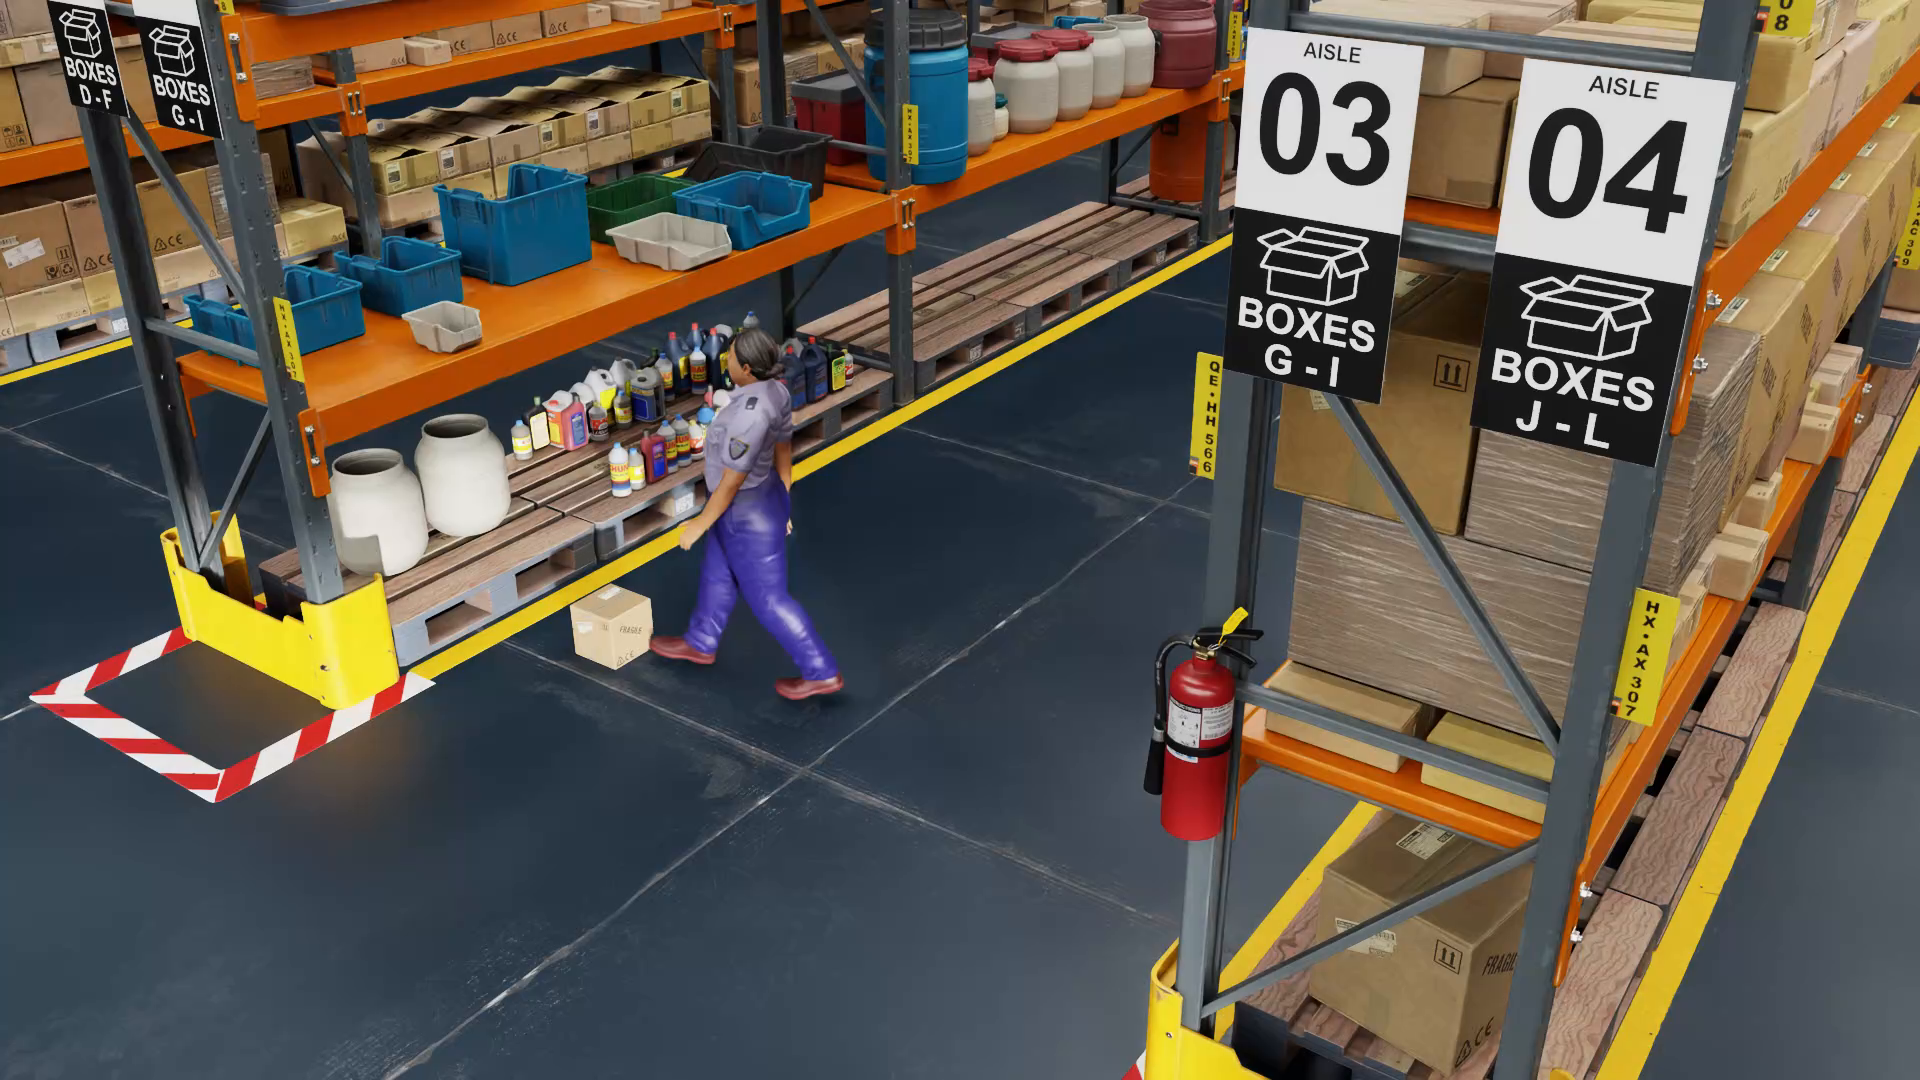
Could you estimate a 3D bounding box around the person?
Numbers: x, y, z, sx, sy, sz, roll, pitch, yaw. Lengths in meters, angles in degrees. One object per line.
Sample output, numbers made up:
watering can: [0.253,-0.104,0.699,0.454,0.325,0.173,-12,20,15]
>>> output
person: [-0.936,-0.109,6.842,0.898,1.601,0.484,2,27,3]
